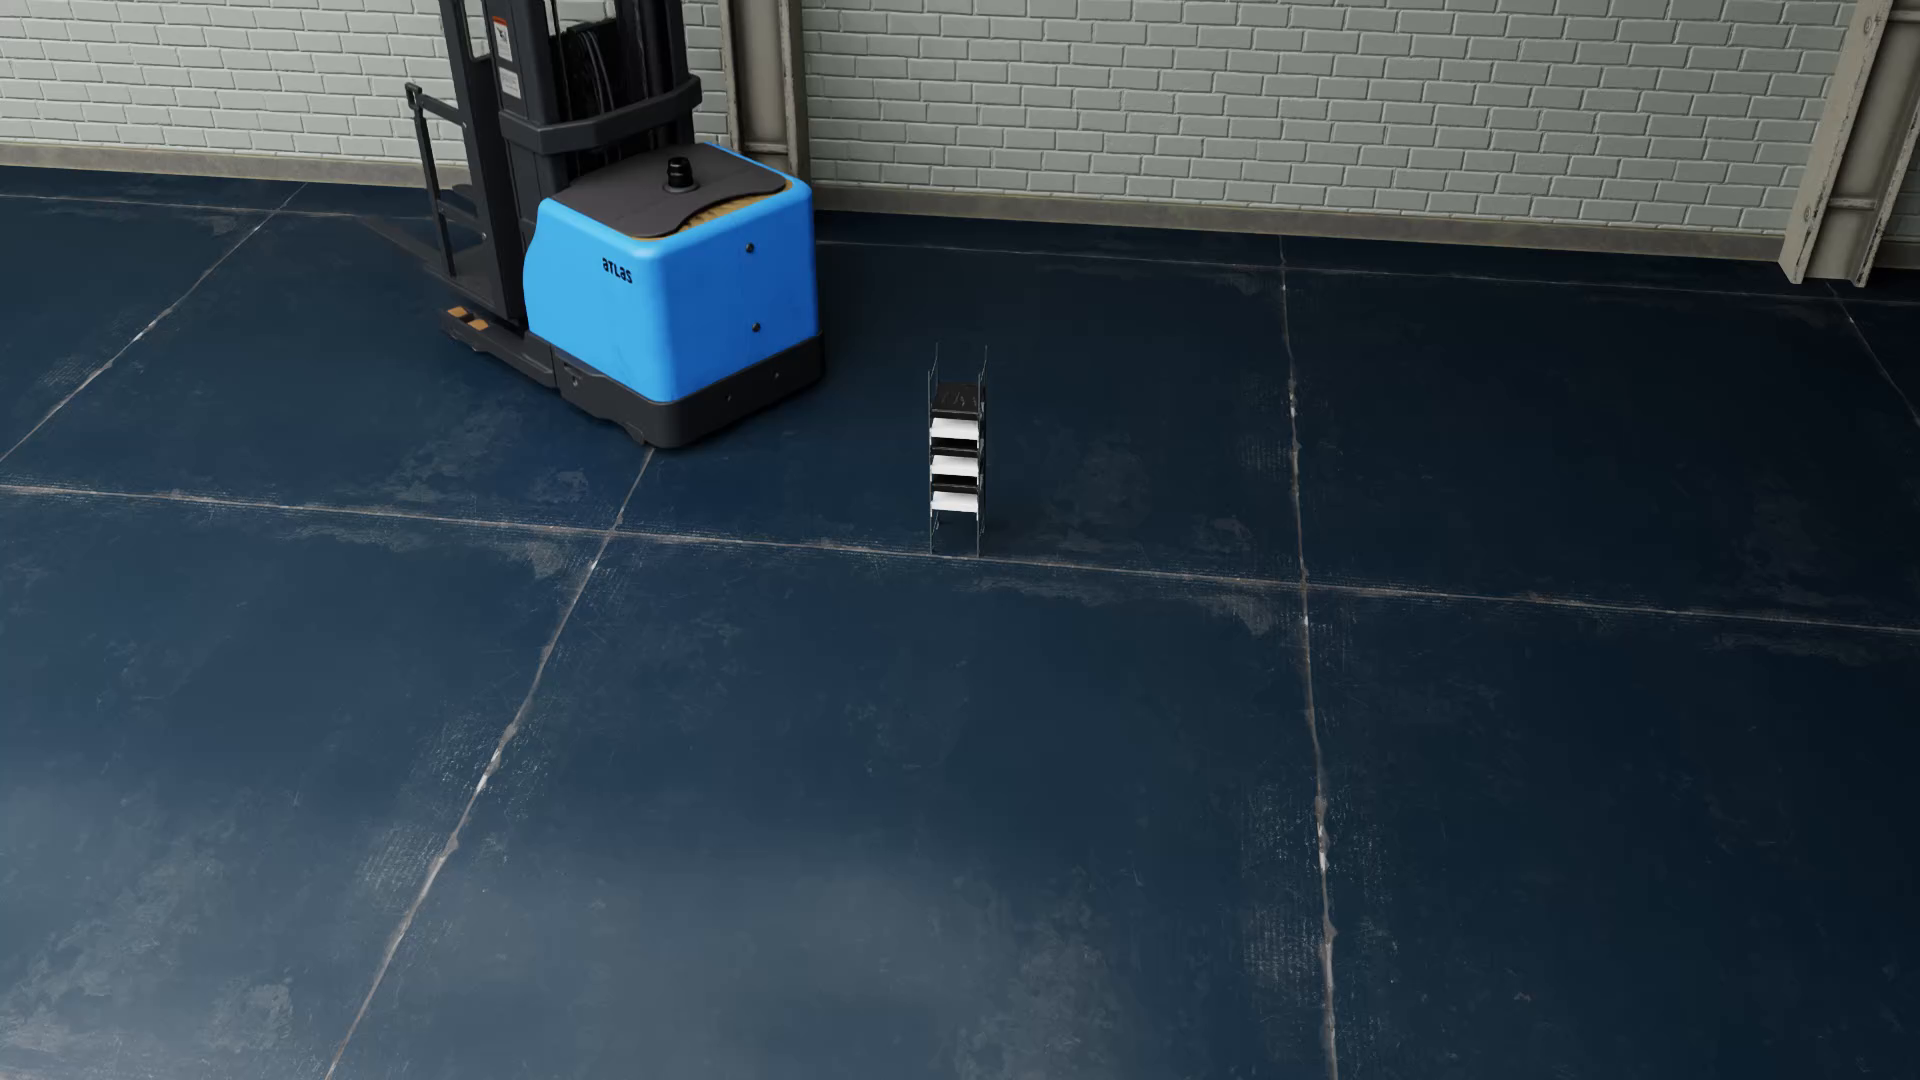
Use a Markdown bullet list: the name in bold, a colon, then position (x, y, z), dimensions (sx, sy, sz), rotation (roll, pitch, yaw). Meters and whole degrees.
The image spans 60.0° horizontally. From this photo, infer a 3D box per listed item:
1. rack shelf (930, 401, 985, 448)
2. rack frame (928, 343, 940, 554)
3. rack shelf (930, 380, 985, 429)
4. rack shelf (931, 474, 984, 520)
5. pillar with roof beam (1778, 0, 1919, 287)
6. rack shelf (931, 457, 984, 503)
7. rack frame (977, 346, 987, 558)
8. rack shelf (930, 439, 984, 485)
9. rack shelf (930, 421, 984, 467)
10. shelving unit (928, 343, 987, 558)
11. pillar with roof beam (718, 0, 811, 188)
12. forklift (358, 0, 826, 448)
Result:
- **rack shelf**: position (-0.008, -0.486, 6.904), dimensions (0.200, 0.077, 0.258), rotation (4, 36, 6)
- **rack frame**: position (-0.109, -0.374, 7.000), dimensions (0.006, 0.900, 0.240), rotation (4, 36, 6)
- **rack shelf**: position (-0.008, -0.560, 6.852), dimensions (0.200, 0.077, 0.258), rotation (4, 36, 6)
- **rack shelf**: position (-0.008, -0.193, 7.113), dimensions (0.200, 0.077, 0.258), rotation (4, 36, 6)
- **pillar with roof beam**: position (4.294, -2.685, 3.265), dimensions (0.400, 9.000, 9.100), rotation (4, 36, 6)
- **rack shelf**: position (-0.008, -0.266, 7.061), dimensions (0.200, 0.077, 0.258), rotation (4, 36, 6)
- **rack frame**: position (0.093, -0.359, 6.979), dimensions (0.006, 0.900, 0.240), rotation (4, 36, 6)
- **rack shelf**: position (-0.008, -0.340, 7.009), dimensions (0.200, 0.077, 0.258), rotation (4, 36, 6)
- **rack shelf**: position (-0.008, -0.413, 6.956), dimensions (0.200, 0.077, 0.258), rotation (4, 36, 6)
- **shelving unit**: position (-0.008, -0.367, 6.989), dimensions (0.210, 0.900, 0.258), rotation (4, 36, 6)
- **pillar with roof beam**: position (-1.657, -3.129, 3.887), dimensions (0.400, 9.000, 9.100), rotation (4, 36, 6)
- **forklift**: position (-2.083, -2.363, 8.037), dimensions (3.031, 2.935, 1.130), rotation (29, 45, 34)
